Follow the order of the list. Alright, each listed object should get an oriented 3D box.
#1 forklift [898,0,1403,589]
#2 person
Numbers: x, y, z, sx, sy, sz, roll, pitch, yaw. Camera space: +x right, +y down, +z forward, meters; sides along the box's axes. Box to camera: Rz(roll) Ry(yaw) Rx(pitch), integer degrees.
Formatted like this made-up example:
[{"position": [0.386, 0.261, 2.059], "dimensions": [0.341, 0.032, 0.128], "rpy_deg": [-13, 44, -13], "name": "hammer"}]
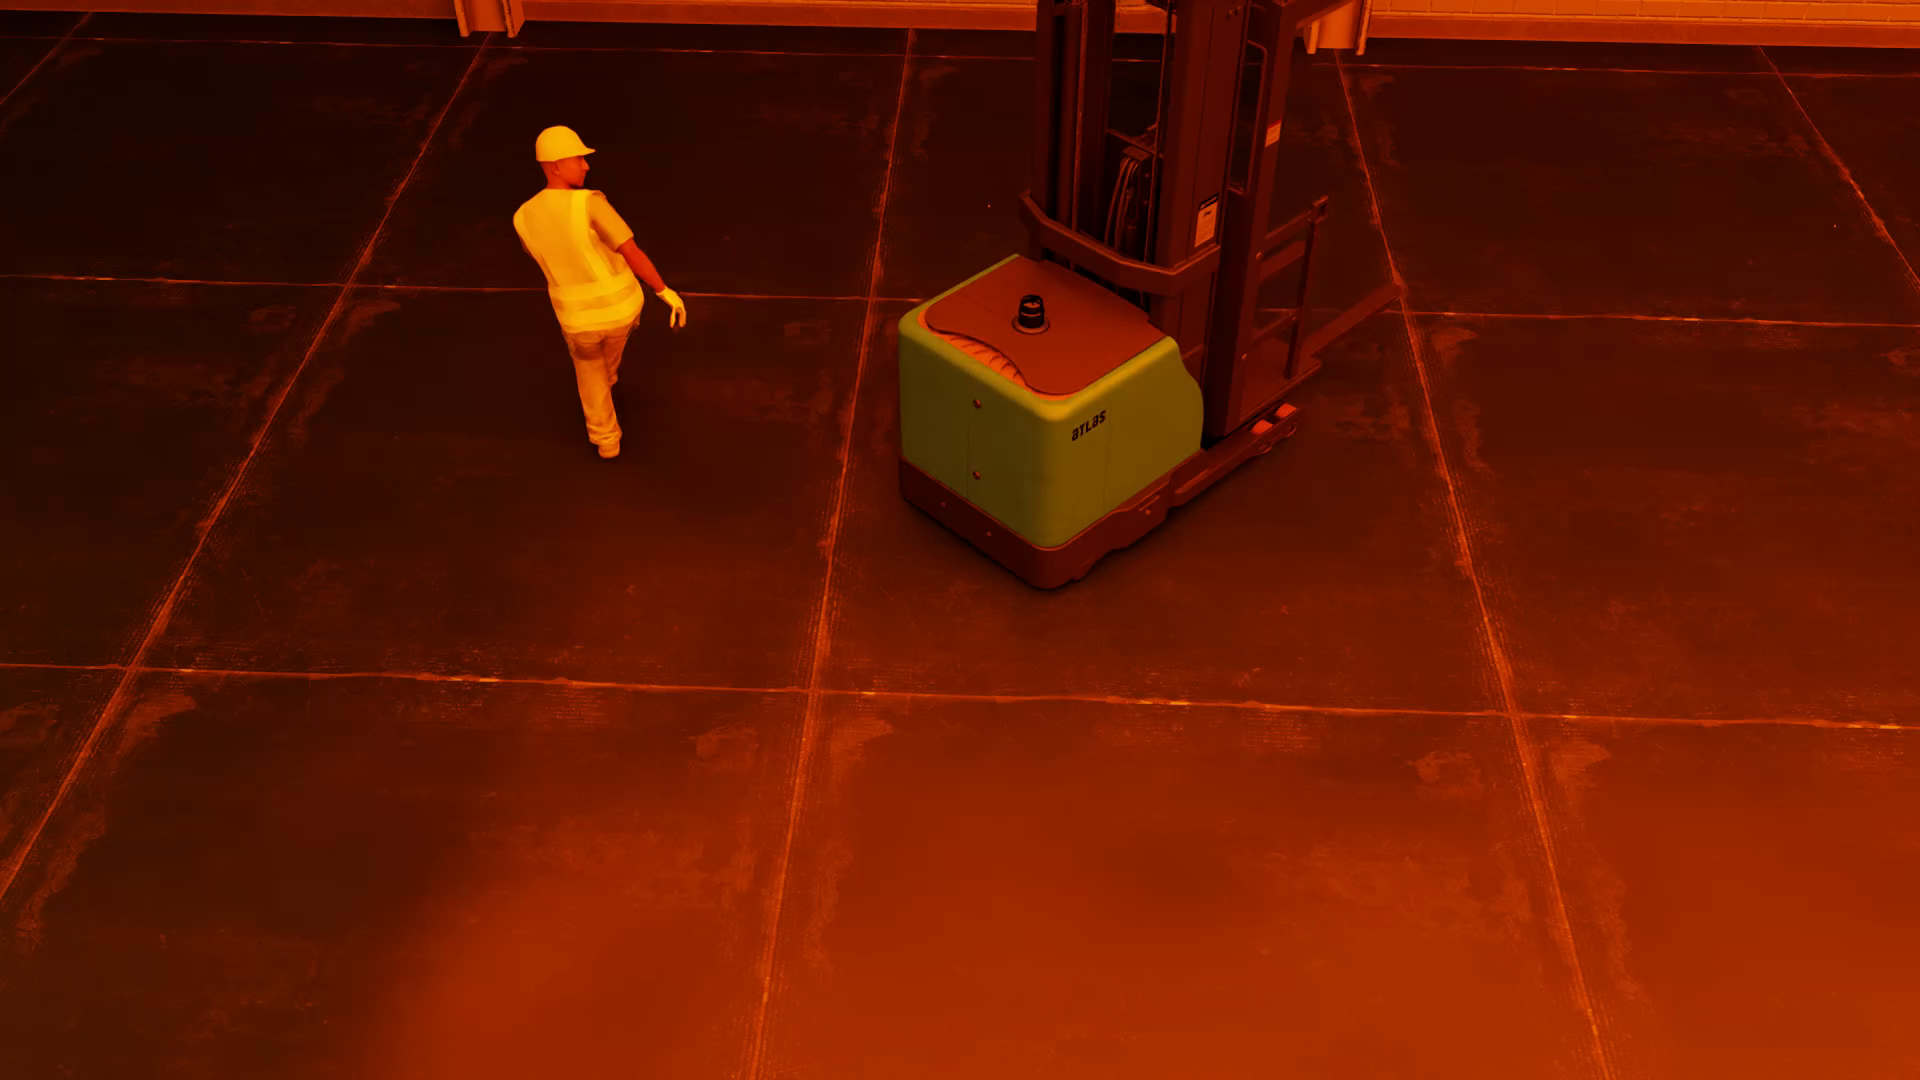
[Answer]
[{"position": [1.111, -1.744, 7.653], "dimensions": [3.031, 2.935, 1.130], "rpy_deg": [-33, 52, -31], "name": "forklift"}, {"position": [-1.700, -1.265, 8.105], "dimensions": [0.808, 1.613, 0.810], "rpy_deg": [-1, 42, -1], "name": "person"}]
